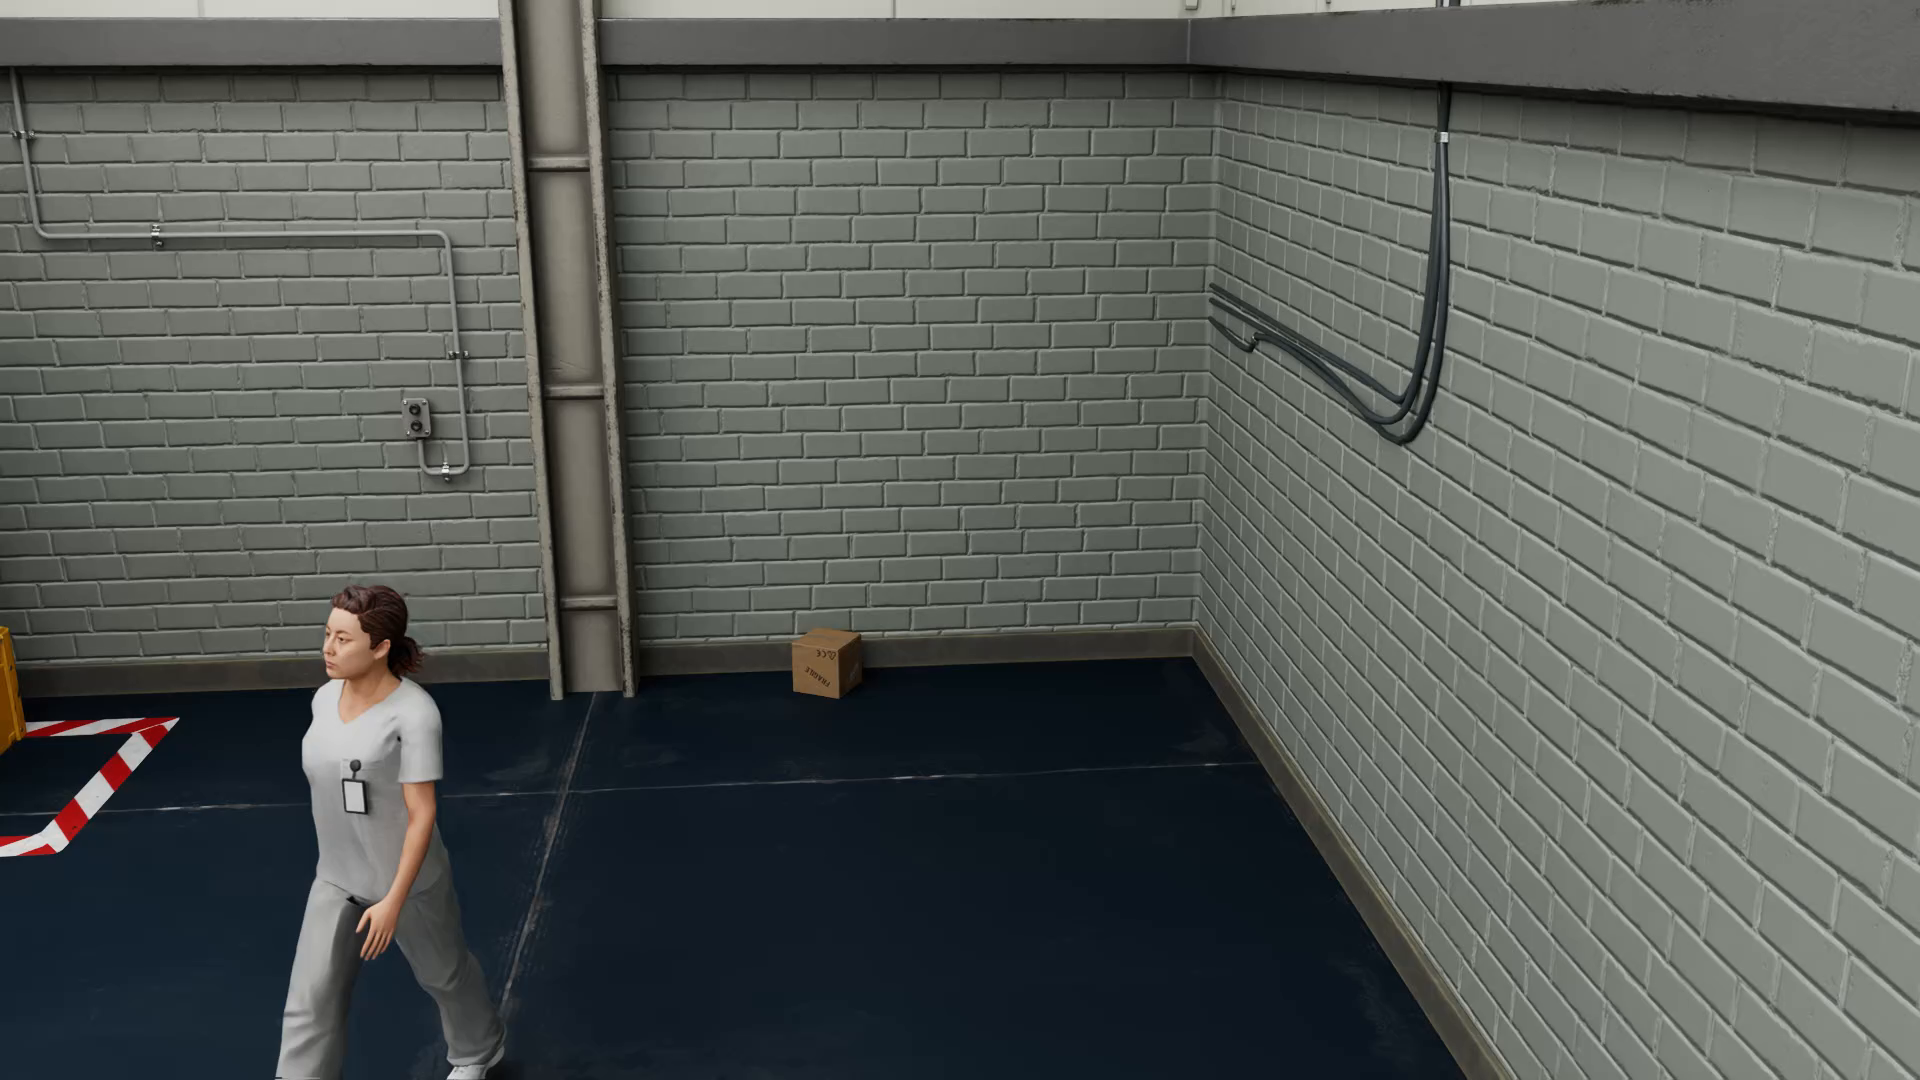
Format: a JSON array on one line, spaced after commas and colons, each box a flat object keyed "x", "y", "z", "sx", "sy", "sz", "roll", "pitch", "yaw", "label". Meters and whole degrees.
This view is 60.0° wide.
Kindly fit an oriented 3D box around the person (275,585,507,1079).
[{"x": -1.593, "y": 0.928, "z": 4.428, "sx": 0.450, "sy": 1.616, "sz": 0.985, "roll": 6, "pitch": 18, "yaw": 19, "label": "person"}]
